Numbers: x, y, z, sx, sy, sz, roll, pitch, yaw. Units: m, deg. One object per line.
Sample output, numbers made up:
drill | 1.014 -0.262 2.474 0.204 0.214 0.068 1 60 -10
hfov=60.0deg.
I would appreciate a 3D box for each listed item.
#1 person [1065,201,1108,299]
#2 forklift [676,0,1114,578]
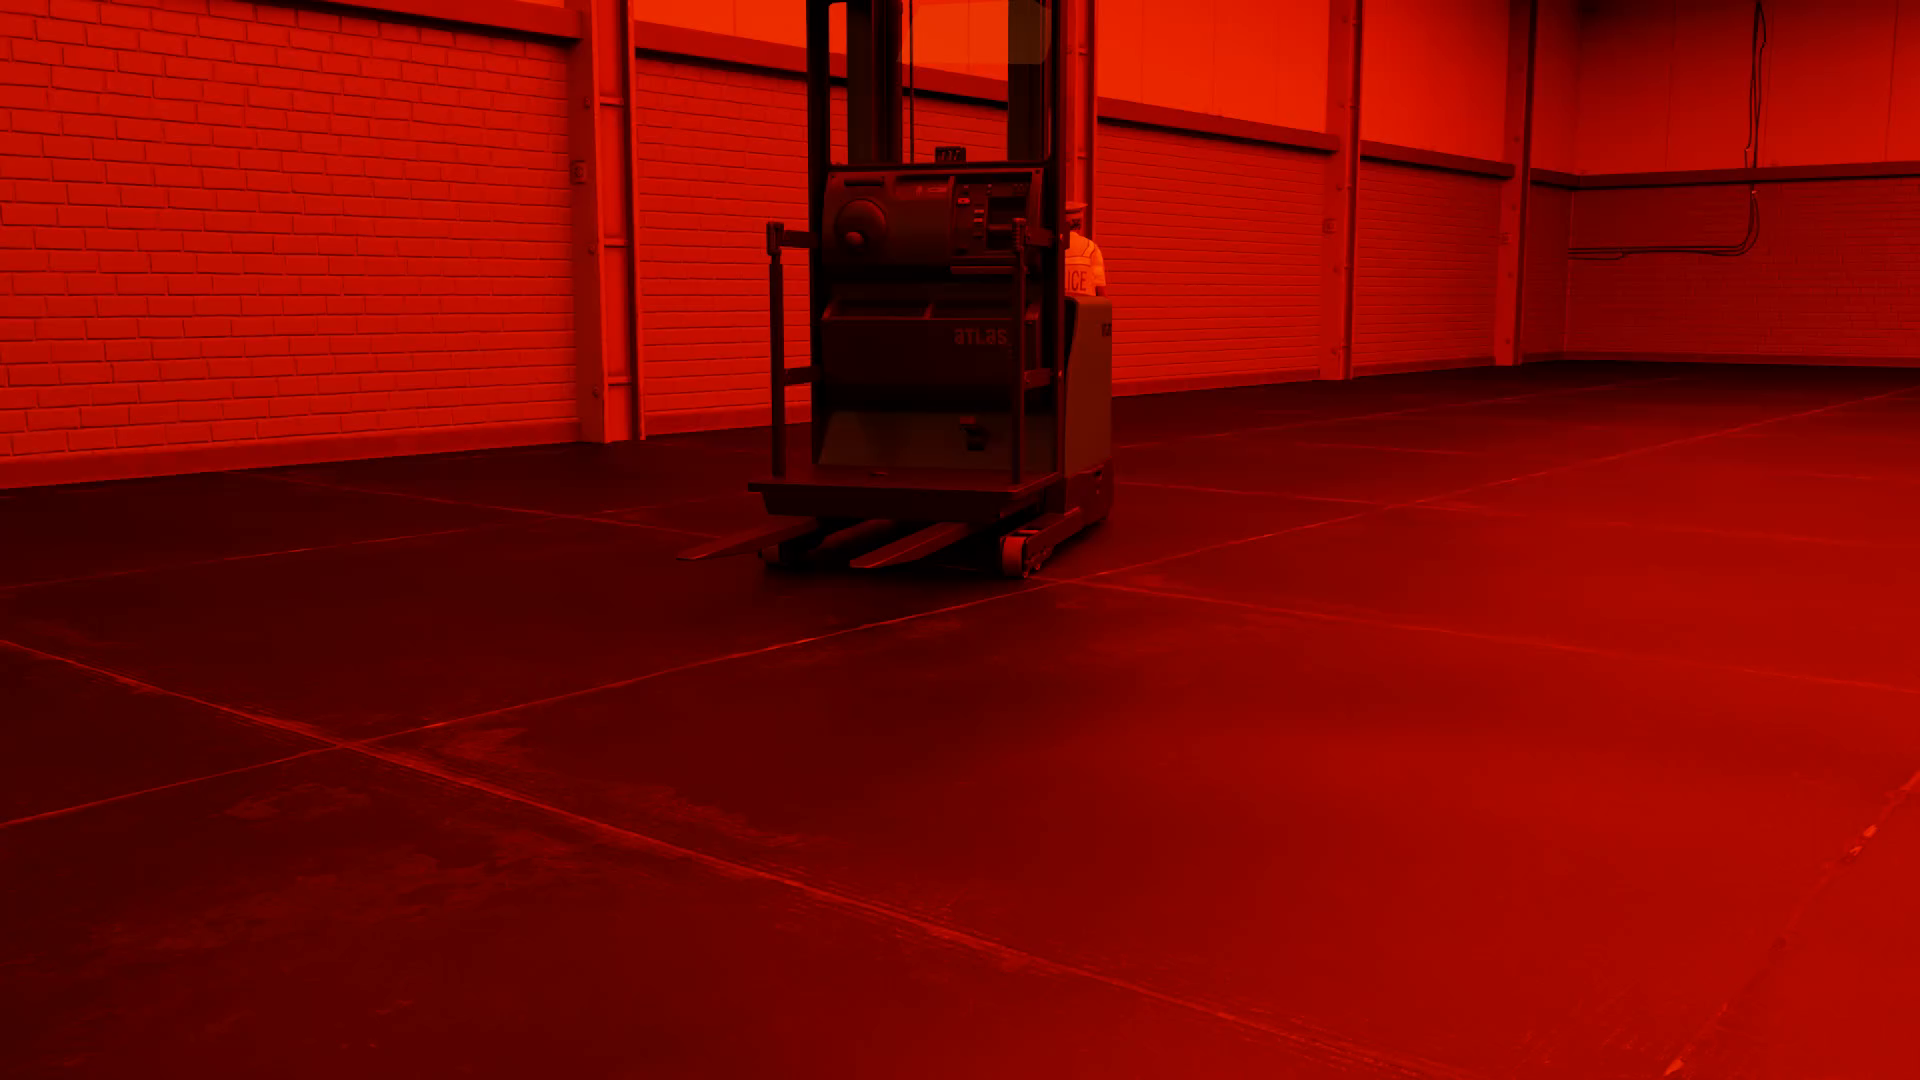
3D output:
person | 0.697 -1.276 10.386 0.532 1.664 0.391 2 8 11
forklift | -0.176 -1.366 6.616 1.130 2.935 3.031 3 9 17
